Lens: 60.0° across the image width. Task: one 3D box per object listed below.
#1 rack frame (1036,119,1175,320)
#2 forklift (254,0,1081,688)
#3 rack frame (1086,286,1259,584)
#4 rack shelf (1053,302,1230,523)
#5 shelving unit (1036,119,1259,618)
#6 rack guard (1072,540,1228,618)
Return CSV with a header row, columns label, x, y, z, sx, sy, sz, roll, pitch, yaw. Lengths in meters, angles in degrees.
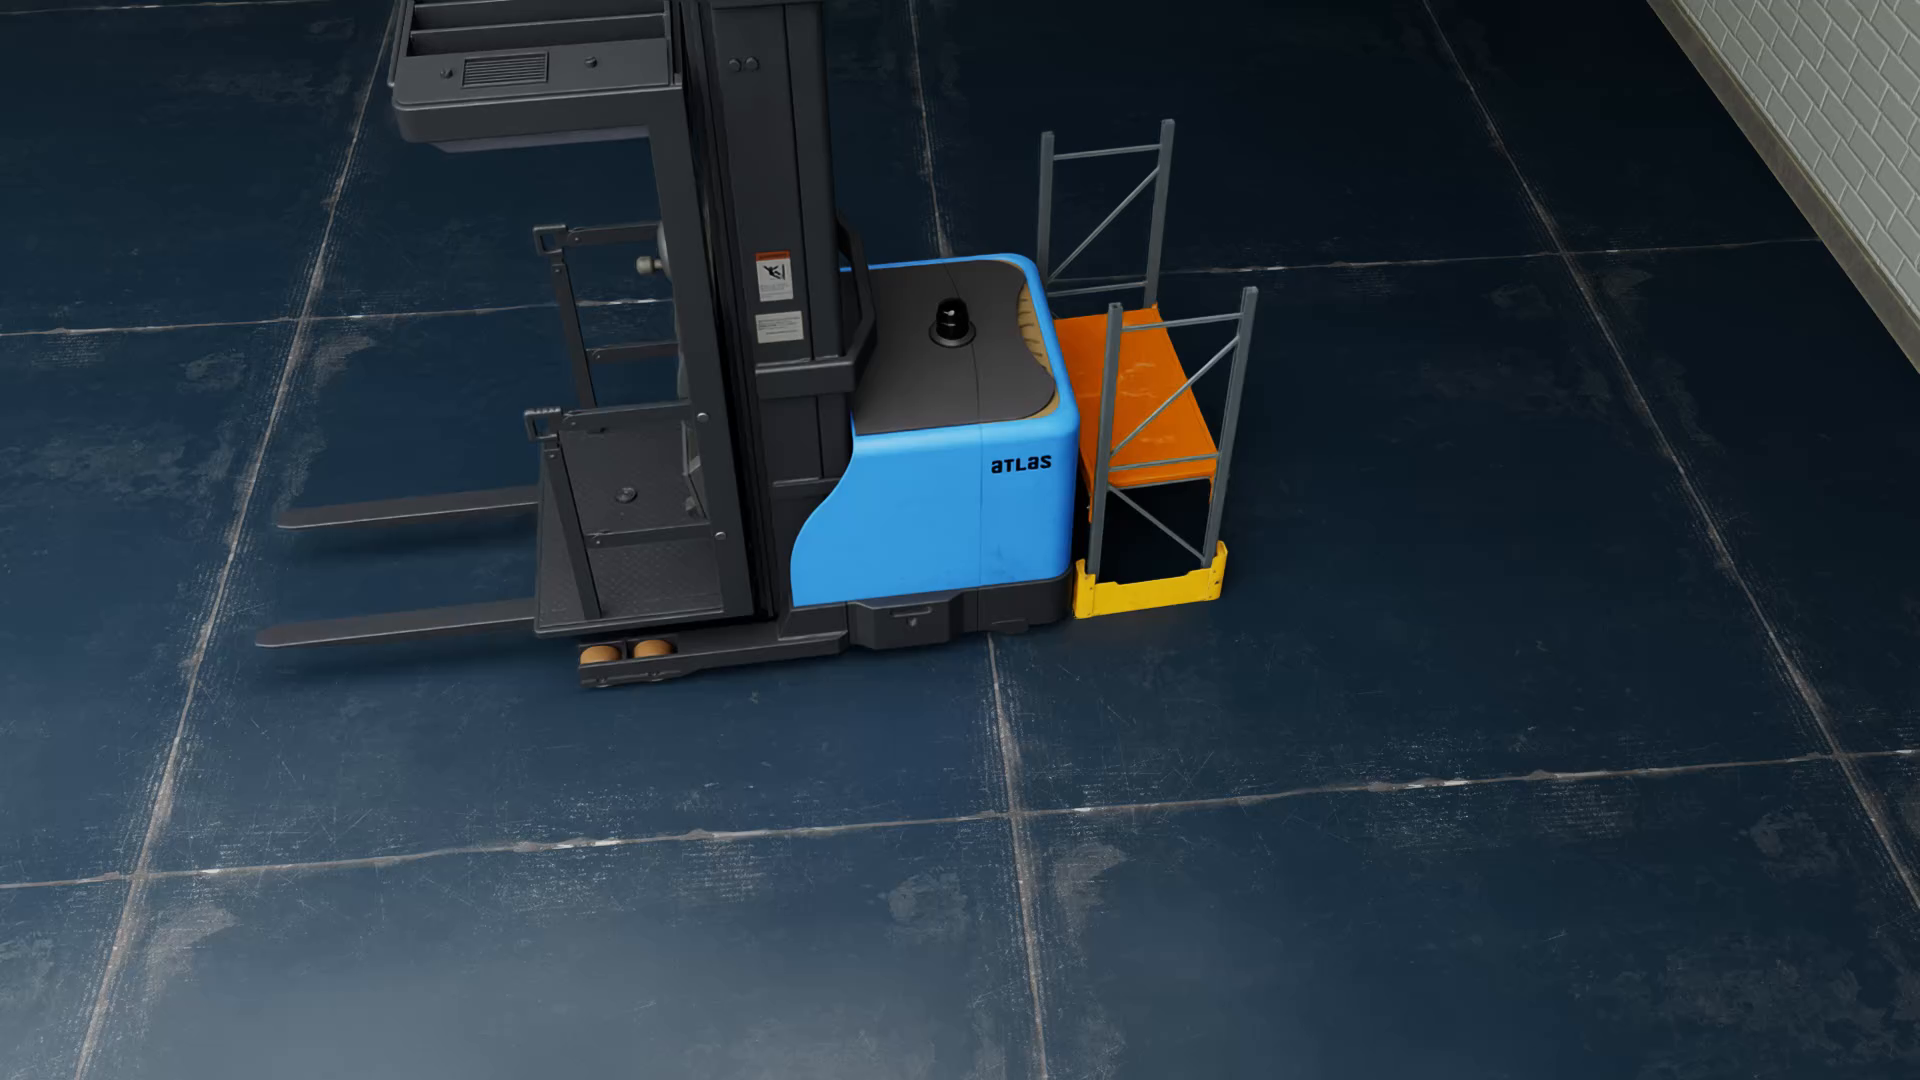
label,x,y,z,sx,sy,sz,roll,pitch,yaw
rack frame,0.547,-1.002,6.666,0.500,1.500,0.032,-8,47,-7
forklift,-1.131,-0.870,5.555,3.031,2.935,1.130,-6,47,-6
rack frame,0.732,-0.276,5.979,0.500,1.500,0.032,-8,47,-7
rack shelf,0.639,-0.516,6.453,0.538,0.185,1.000,-8,47,-7
shelving unit,0.641,-0.633,6.316,0.587,1.500,1.083,-8,47,-7
rack guard,0.732,0.153,6.433,0.587,0.250,0.087,-8,47,-7
